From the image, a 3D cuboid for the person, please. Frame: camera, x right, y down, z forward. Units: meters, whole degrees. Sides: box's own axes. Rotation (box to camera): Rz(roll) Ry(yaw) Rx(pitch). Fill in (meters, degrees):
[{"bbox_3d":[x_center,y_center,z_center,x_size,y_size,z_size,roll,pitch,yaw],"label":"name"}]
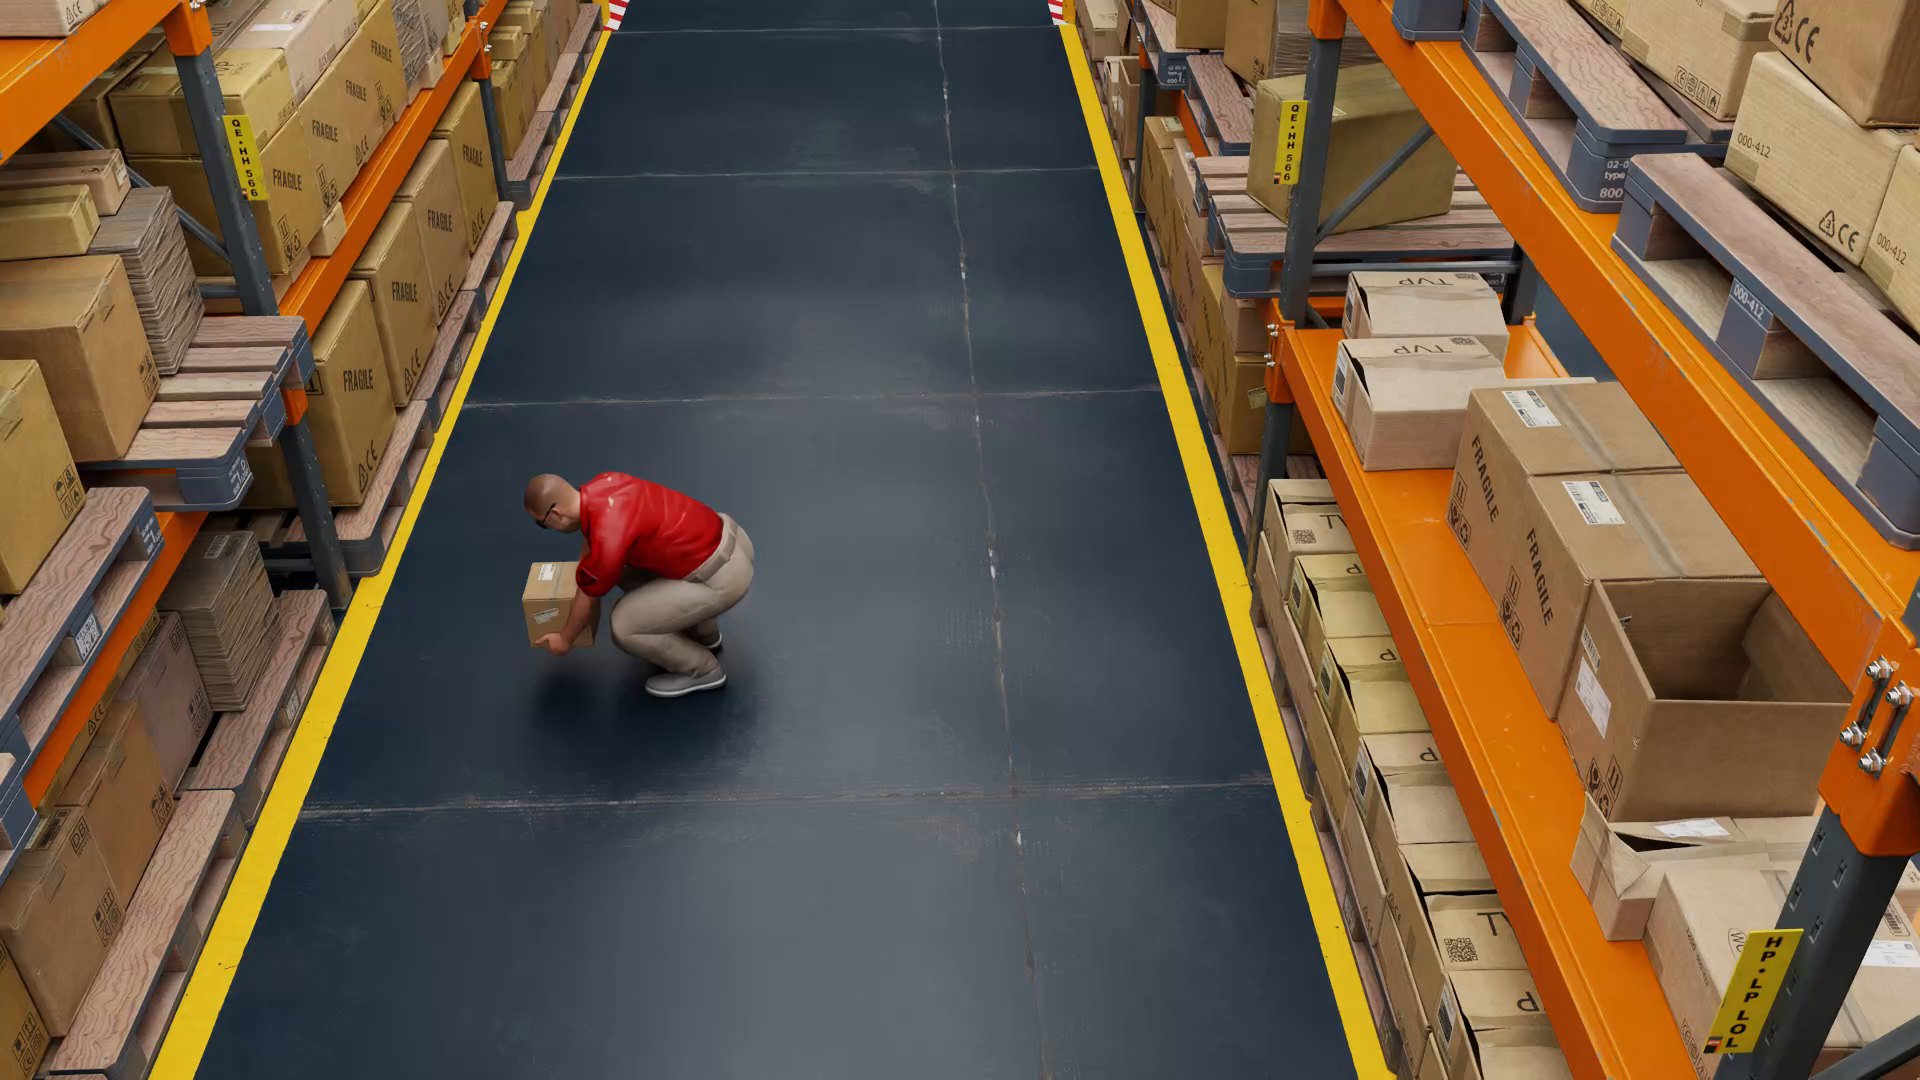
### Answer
[{"bbox_3d":[-1.266,0.129,6.633,0.886,0.988,0.523,-2,35,-3],"label":"person"}]
